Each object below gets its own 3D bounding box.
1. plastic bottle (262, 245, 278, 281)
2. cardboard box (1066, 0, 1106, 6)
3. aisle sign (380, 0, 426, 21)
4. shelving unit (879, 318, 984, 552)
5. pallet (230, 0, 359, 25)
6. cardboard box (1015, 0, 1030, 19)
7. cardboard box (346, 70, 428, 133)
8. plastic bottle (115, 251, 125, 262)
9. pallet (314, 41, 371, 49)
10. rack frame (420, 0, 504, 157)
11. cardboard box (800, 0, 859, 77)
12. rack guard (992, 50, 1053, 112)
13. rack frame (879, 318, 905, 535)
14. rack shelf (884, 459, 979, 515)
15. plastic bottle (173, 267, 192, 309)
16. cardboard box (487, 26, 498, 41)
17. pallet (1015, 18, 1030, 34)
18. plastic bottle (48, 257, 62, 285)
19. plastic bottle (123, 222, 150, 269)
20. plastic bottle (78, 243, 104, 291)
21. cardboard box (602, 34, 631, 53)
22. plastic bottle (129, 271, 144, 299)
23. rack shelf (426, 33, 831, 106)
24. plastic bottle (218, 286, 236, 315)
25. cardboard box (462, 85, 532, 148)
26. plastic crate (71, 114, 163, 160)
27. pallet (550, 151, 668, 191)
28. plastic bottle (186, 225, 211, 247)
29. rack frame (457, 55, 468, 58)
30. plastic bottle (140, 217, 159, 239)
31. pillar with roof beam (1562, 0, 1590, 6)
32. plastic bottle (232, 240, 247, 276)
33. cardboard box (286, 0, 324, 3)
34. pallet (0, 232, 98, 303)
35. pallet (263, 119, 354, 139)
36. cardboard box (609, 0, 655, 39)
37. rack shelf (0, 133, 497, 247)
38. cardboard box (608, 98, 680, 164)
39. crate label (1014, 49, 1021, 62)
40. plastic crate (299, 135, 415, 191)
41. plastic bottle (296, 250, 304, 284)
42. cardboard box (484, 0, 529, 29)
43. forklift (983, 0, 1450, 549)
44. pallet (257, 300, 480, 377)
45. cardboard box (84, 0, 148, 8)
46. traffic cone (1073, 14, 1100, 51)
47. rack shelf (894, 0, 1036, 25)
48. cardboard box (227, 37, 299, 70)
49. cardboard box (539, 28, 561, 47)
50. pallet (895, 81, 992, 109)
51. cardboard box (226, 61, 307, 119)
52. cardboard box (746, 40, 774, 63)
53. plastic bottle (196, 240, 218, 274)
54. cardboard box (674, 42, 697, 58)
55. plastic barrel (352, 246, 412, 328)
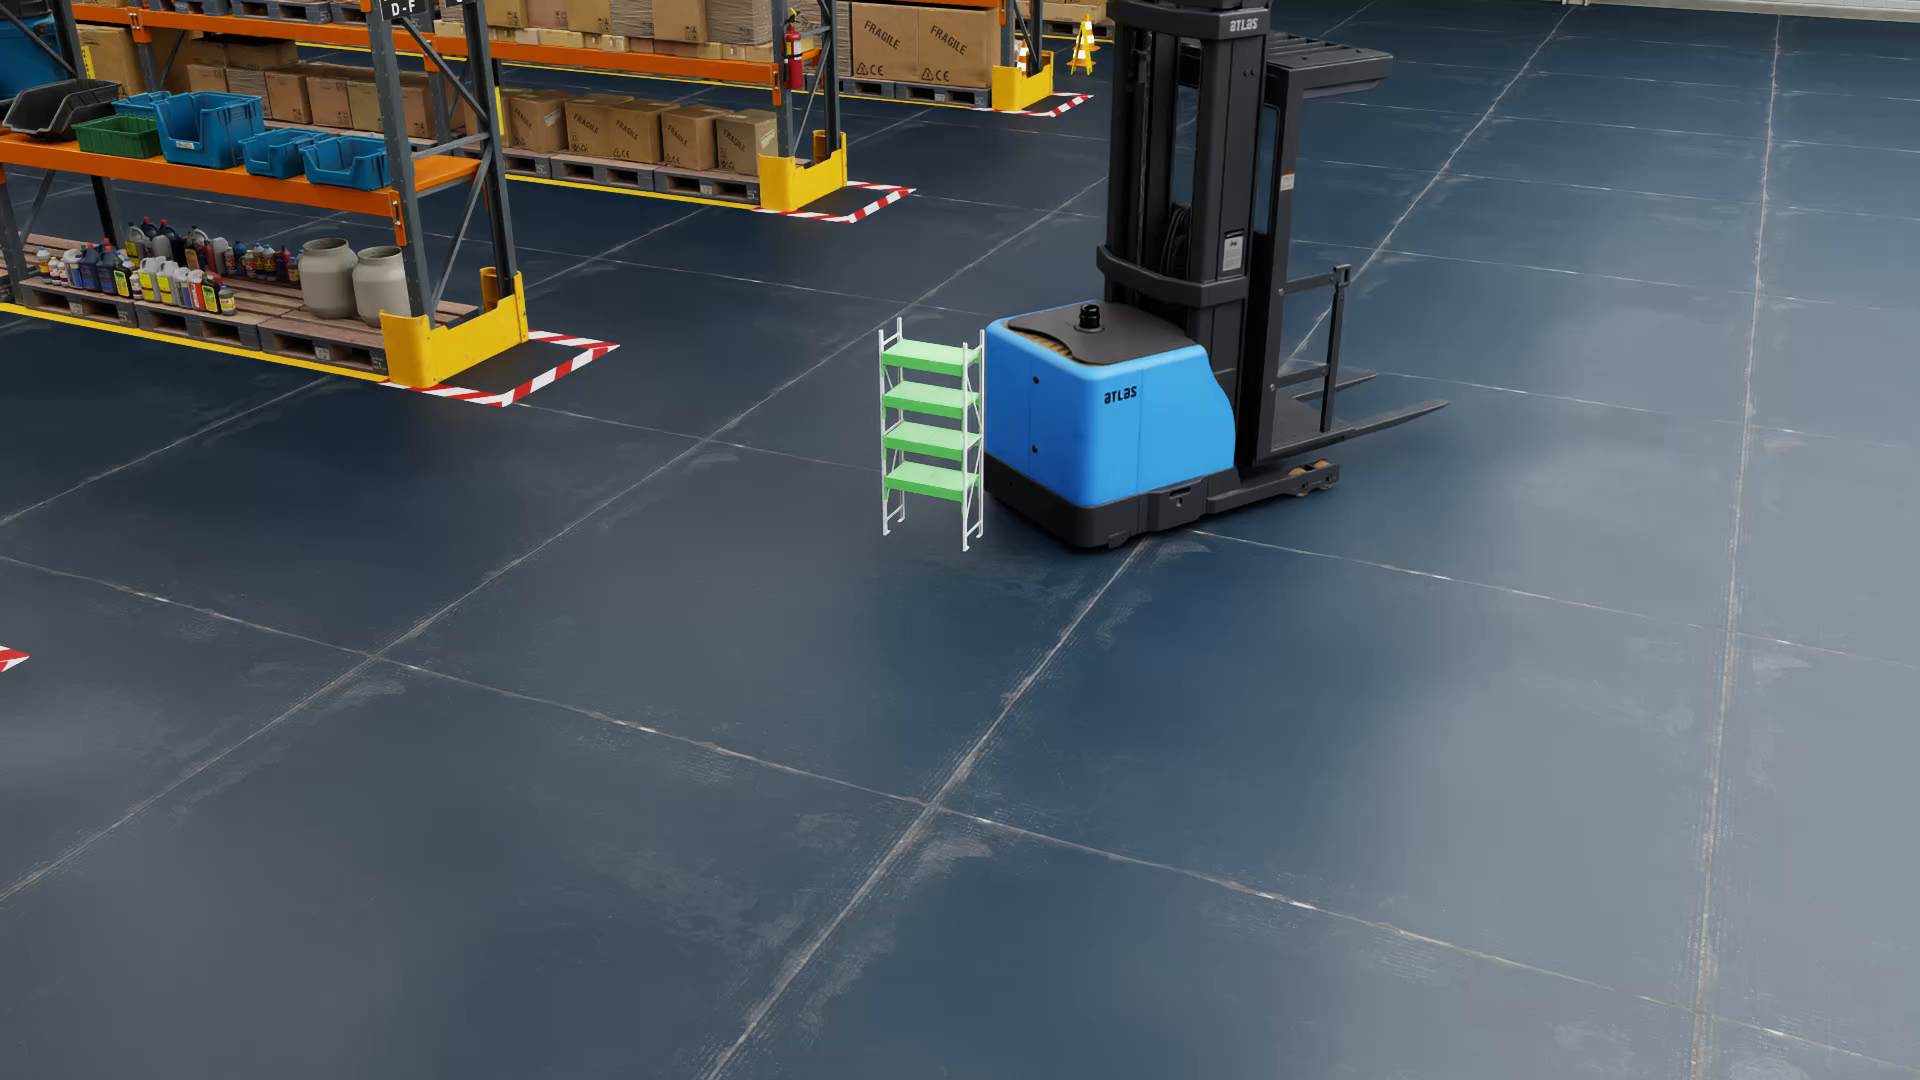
[{"bbox_3d":[-5.300,-2.134,12.779,0.097,0.271,0.097,0,26,0],"label":"plastic bottle"},{"bbox_3d":[1.848,-7.950,23.791,0.500,0.500,0.500,12,28,22],"label":"cardboard box"},{"bbox_3d":[-3.524,-3.675,10.375,0.004,0.787,0.394,11,28,22],"label":"aisle sign"},{"bbox_3d":[-0.151,-0.569,9.046,0.503,1.200,0.258,11,28,22],"label":"shelving unit"},{"bbox_3d":[-6.880,-5.664,17.575,1.213,0.211,1.003,11,28,22],"label":"pallet"},{"bbox_3d":[0.892,-7.803,24.341,0.500,0.250,0.500,10,28,20],"label":"cardboard box"},{"bbox_3d":[-6.034,-4.656,17.642,0.500,0.500,0.700,11,28,21],"label":"cardboard box"},{"bbox_3d":[-6.363,-2.054,12.616,0.097,0.271,0.097,0,26,0],"label":"plastic bottle"},{"bbox_3d":[-8.371,-7.187,23.610,1.213,0.211,1.003,11,28,22],"label":"pallet"},{"bbox_3d":[-5.058,-5.364,16.749,0.127,3.000,1.000,11,28,22],"label":"rack frame"},{"bbox_3d":[-1.547,-6.269,20.517,0.875,0.875,0.875,12,28,22],"label":"cardboard box"},{"bbox_3d":[0.751,-5.483,19.820,0.348,0.500,1.175,11,28,22],"label":"rack guard"},{"bbox_3d":[-0.373,-0.613,9.137,0.015,1.200,0.240,11,28,22],"label":"rack frame"},{"bbox_3d":[-0.151,-0.296,9.181,0.480,0.148,0.258,11,28,22],"label":"rack shelf"},{"bbox_3d":[-5.664,-1.859,12.215,0.135,0.276,0.152,11,28,20],"label":"plastic bottle"},{"bbox_3d":[-4.525,-5.006,16.306,0.250,0.149,0.380,11,28,22],"label":"cardboard box"},{"bbox_3d":[0.785,-7.767,24.786,1.213,0.211,1.003,11,28,22],"label":"pallet"},{"bbox_3d":[-6.907,-2.061,12.711,0.097,0.201,0.097,0,26,0],"label":"plastic bottle"},{"bbox_3d":[-6.462,-2.322,13.071,0.185,0.351,0.144,11,28,22],"label":"plastic bottle"},{"bbox_3d":[-6.545,-2.067,12.553,0.185,0.351,0.144,12,29,23],"label":"plastic bottle"},{"bbox_3d":[-3.170,-4.721,15.728,0.250,0.149,0.380,11,28,22],"label":"cardboard box"},{"bbox_3d":[-6.125,-1.904,12.392,0.097,0.201,0.097,0,26,0],"label":"plastic bottle"},{"bbox_3d":[-3.237,-4.676,16.165,4.000,0.370,1.077,11,28,22],"label":"rack shelf"},{"bbox_3d":[-5.320,-1.743,12.064,0.097,0.201,0.097,0,26,0],"label":"plastic bottle"},{"bbox_3d":[-4.710,-4.342,17.027,0.500,0.500,0.500,10,28,20],"label":"cardboard box"},{"bbox_3d":[-5.989,-2.916,12.016,0.662,0.188,0.450,11,28,22],"label":"plastic crate"},{"bbox_3d":[-3.317,-3.782,16.693,1.213,0.211,1.003,11,28,22],"label":"pallet"},{"bbox_3d":[-5.934,-2.286,12.997,0.185,0.351,0.144,11,28,21],"label":"plastic bottle"},{"bbox_3d":[-6.554,-8.071,22.248,0.127,3.000,1.000,11,28,22],"label":"rack frame"},{"bbox_3d":[-6.402,-2.380,13.188,0.185,0.351,0.144,11,28,20],"label":"plastic bottle"},{"bbox_3d":[8.156,-10.967,21.338,0.400,9.000,9.100,11,28,22],"label":"pillar with roof beam"},{"bbox_3d":[-5.576,-2.189,12.892,0.097,0.271,0.097,0,26,0],"label":"plastic bottle"},{"bbox_3d":[-6.674,-5.879,17.202,0.637,0.503,0.797,15,30,27],"label":"cardboard box"},{"bbox_3d":[-7.839,-2.250,13.580,1.213,0.211,1.003,11,28,22],"label":"pallet"},{"bbox_3d":[-6.882,-4.477,18.105,1.213,0.211,1.003,11,28,22],"label":"pallet"},{"bbox_3d":[-2.848,-5.075,15.711,0.500,0.500,0.875,11,28,22],"label":"cardboard box"},{"bbox_3d":[-5.287,-2.684,12.120,4.000,0.370,1.077,11,28,22],"label":"rack shelf"},{"bbox_3d":[-3.098,-4.038,16.411,0.500,0.500,0.500,14,30,27],"label":"cardboard box"},{"bbox_3d":[0.869,-6.503,22.304,0.298,0.136,0.250,-2,26,-5],"label":"crate label"},{"bbox_3d":[-4.046,-2.546,11.193,0.616,0.251,0.499,11,28,22],"label":"plastic crate"},{"bbox_3d":[-4.988,-2.071,12.652,0.097,0.271,0.097,0,26,0],"label":"plastic bottle"},{"bbox_3d":[-4.233,-5.330,16.229,0.500,0.500,0.875,11,28,22],"label":"cardboard box"},{"bbox_3d":[1.645,-1.747,9.481,3.031,2.935,1.130,-16,30,-29],"label":"forklift"},{"bbox_3d":[-4.293,-1.536,12.131,1.213,0.211,1.003,11,28,22],"label":"pallet"},{"bbox_3d":[-9.251,-6.131,18.194,0.500,0.500,0.500,12,29,23],"label":"cardboard box"},{"bbox_3d":[1.760,-7.039,23.024,0.334,0.463,0.336,11,28,22],"label":"traffic cone"},{"bbox_3d":[-1.092,-6.652,20.179,4.000,0.370,1.077,11,28,22],"label":"rack shelf"},{"bbox_3d":[-7.590,-5.304,18.111,0.500,0.250,0.500,15,30,28],"label":"cardboard box"},{"bbox_3d":[-3.838,-4.873,16.035,0.250,0.149,0.380,11,28,22],"label":"cardboard box"},{"bbox_3d":[-0.032,-5.472,20.126,1.213,0.211,1.003,11,28,22],"label":"pallet"},{"bbox_3d":[-7.571,-4.961,18.262,0.500,0.500,0.700,9,28,18],"label":"cardboard box"},{"bbox_3d":[-1.761,-4.489,15.257,0.250,0.149,0.380,11,28,22],"label":"cardboard box"},{"bbox_3d":[-5.831,-2.181,12.861,0.133,0.283,0.061,11,28,22],"label":"plastic bottle"},{"bbox_3d":[-2.459,-4.612,15.506,0.250,0.149,0.380,11,28,22],"label":"cardboard box"},{"bbox_3d":[-4.097,-1.803,11.857,0.421,0.512,0.421,0,26,0],"label":"plastic barrel"}]
